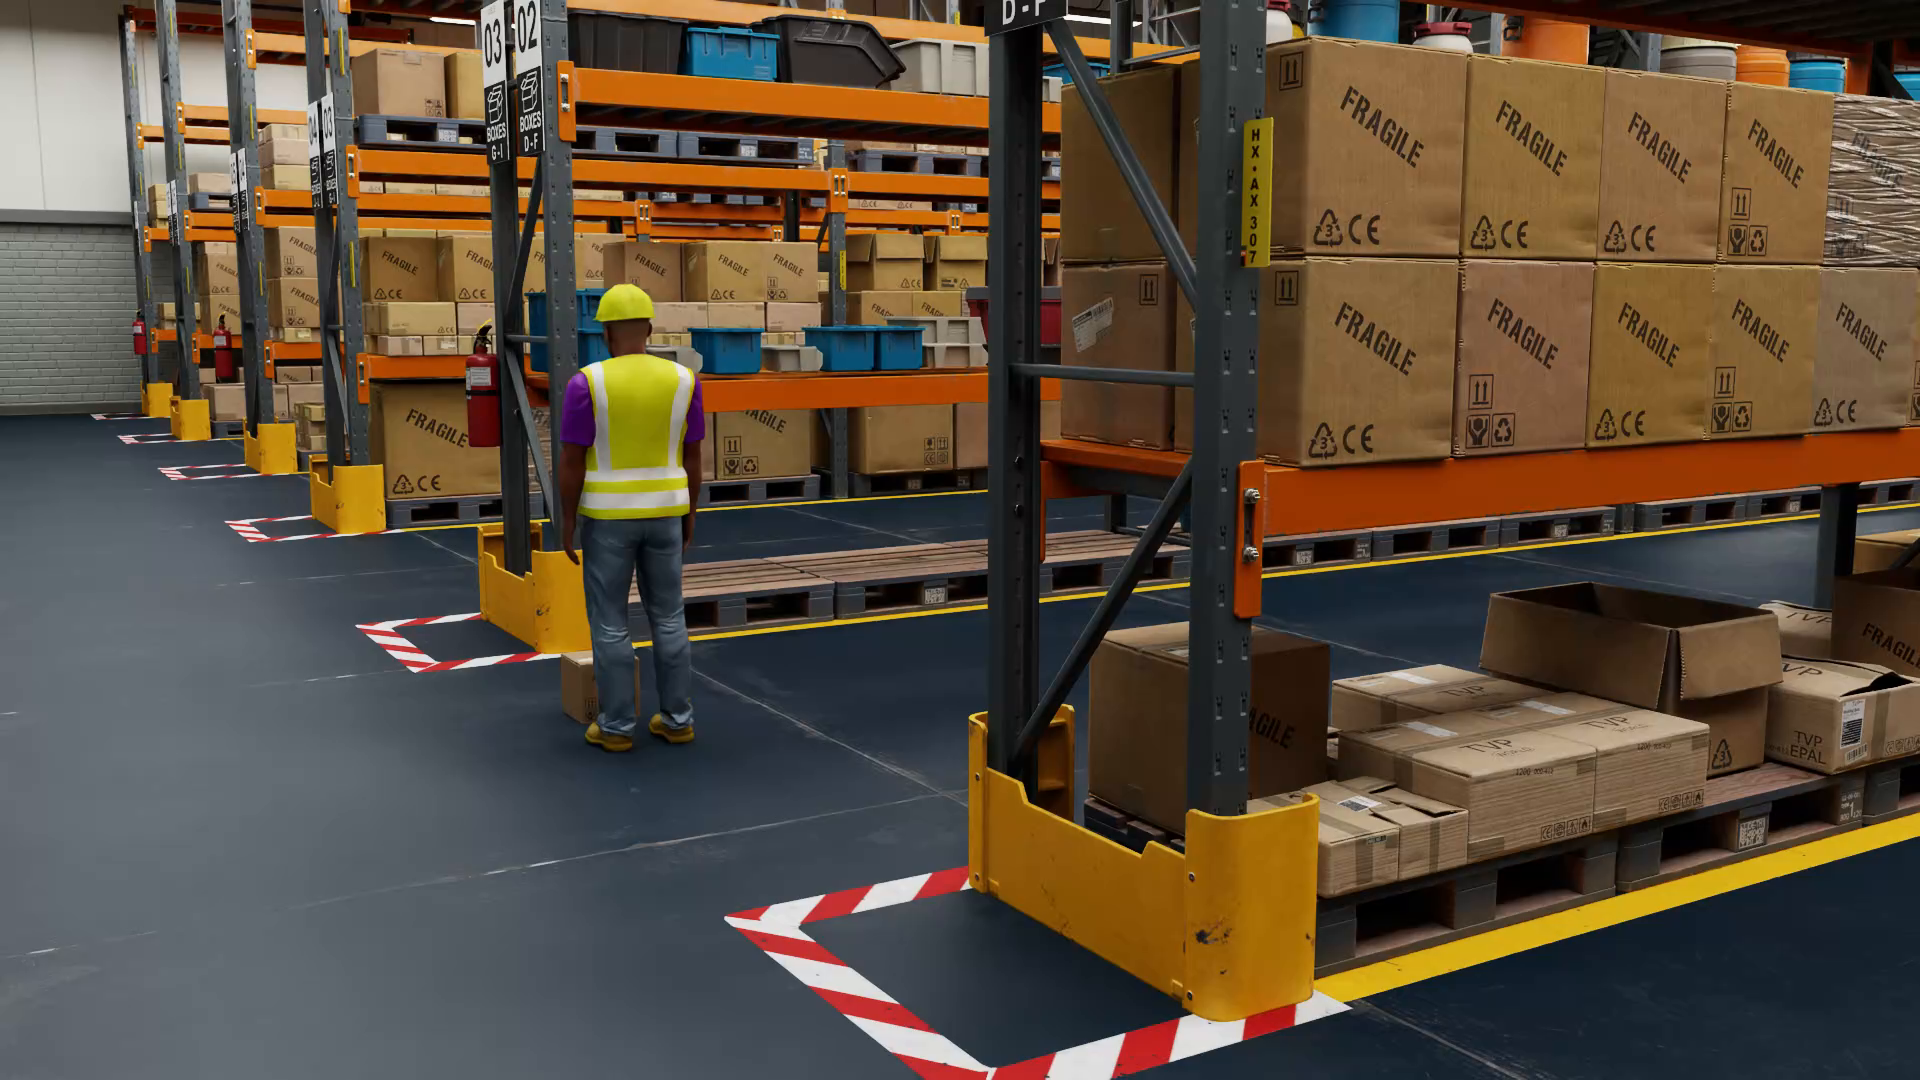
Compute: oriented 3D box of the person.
[{"bbox_3d":[4.633,-0.775,11.200,15.653,1.762,2.992,-5,9,-30],"label":"person"}]
